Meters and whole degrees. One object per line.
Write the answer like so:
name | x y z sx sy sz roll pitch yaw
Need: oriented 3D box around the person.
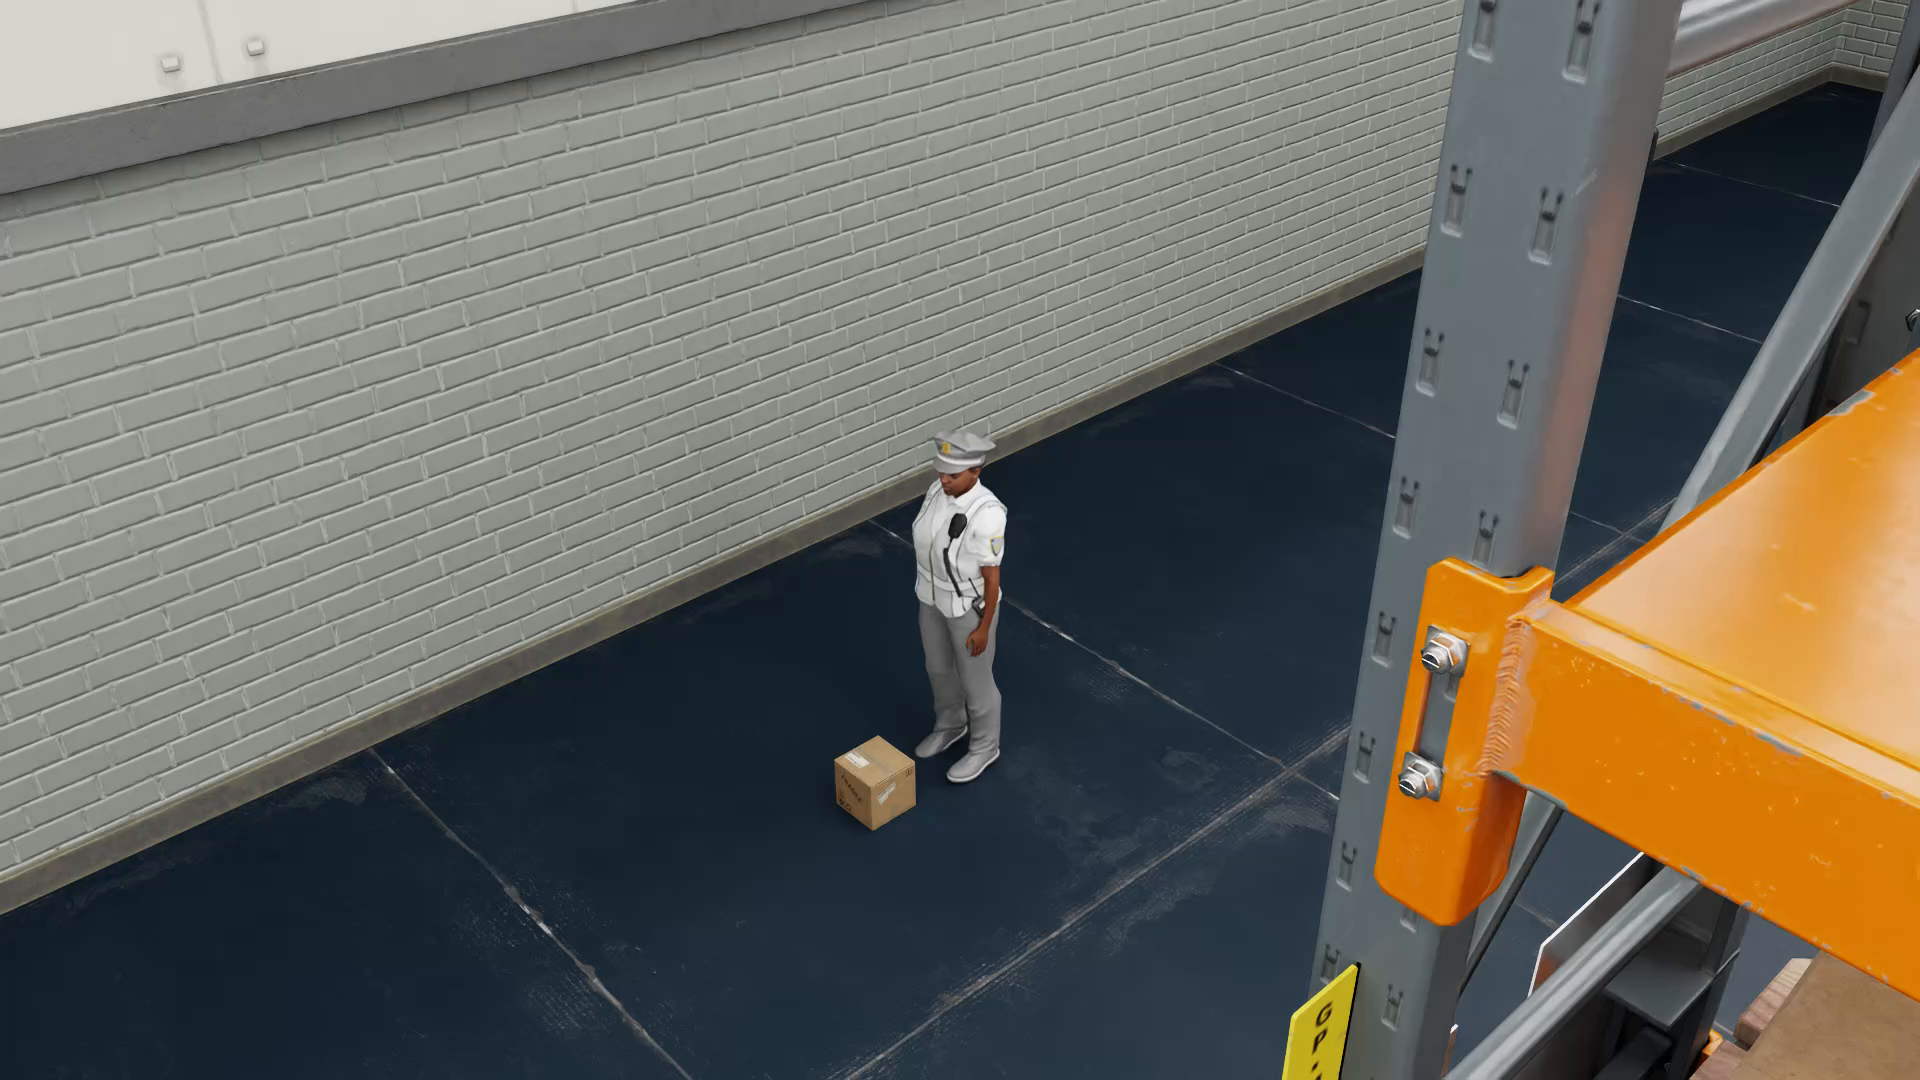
person | -0.008 0.307 7.168 0.338 1.714 0.443 -25 40 -35
